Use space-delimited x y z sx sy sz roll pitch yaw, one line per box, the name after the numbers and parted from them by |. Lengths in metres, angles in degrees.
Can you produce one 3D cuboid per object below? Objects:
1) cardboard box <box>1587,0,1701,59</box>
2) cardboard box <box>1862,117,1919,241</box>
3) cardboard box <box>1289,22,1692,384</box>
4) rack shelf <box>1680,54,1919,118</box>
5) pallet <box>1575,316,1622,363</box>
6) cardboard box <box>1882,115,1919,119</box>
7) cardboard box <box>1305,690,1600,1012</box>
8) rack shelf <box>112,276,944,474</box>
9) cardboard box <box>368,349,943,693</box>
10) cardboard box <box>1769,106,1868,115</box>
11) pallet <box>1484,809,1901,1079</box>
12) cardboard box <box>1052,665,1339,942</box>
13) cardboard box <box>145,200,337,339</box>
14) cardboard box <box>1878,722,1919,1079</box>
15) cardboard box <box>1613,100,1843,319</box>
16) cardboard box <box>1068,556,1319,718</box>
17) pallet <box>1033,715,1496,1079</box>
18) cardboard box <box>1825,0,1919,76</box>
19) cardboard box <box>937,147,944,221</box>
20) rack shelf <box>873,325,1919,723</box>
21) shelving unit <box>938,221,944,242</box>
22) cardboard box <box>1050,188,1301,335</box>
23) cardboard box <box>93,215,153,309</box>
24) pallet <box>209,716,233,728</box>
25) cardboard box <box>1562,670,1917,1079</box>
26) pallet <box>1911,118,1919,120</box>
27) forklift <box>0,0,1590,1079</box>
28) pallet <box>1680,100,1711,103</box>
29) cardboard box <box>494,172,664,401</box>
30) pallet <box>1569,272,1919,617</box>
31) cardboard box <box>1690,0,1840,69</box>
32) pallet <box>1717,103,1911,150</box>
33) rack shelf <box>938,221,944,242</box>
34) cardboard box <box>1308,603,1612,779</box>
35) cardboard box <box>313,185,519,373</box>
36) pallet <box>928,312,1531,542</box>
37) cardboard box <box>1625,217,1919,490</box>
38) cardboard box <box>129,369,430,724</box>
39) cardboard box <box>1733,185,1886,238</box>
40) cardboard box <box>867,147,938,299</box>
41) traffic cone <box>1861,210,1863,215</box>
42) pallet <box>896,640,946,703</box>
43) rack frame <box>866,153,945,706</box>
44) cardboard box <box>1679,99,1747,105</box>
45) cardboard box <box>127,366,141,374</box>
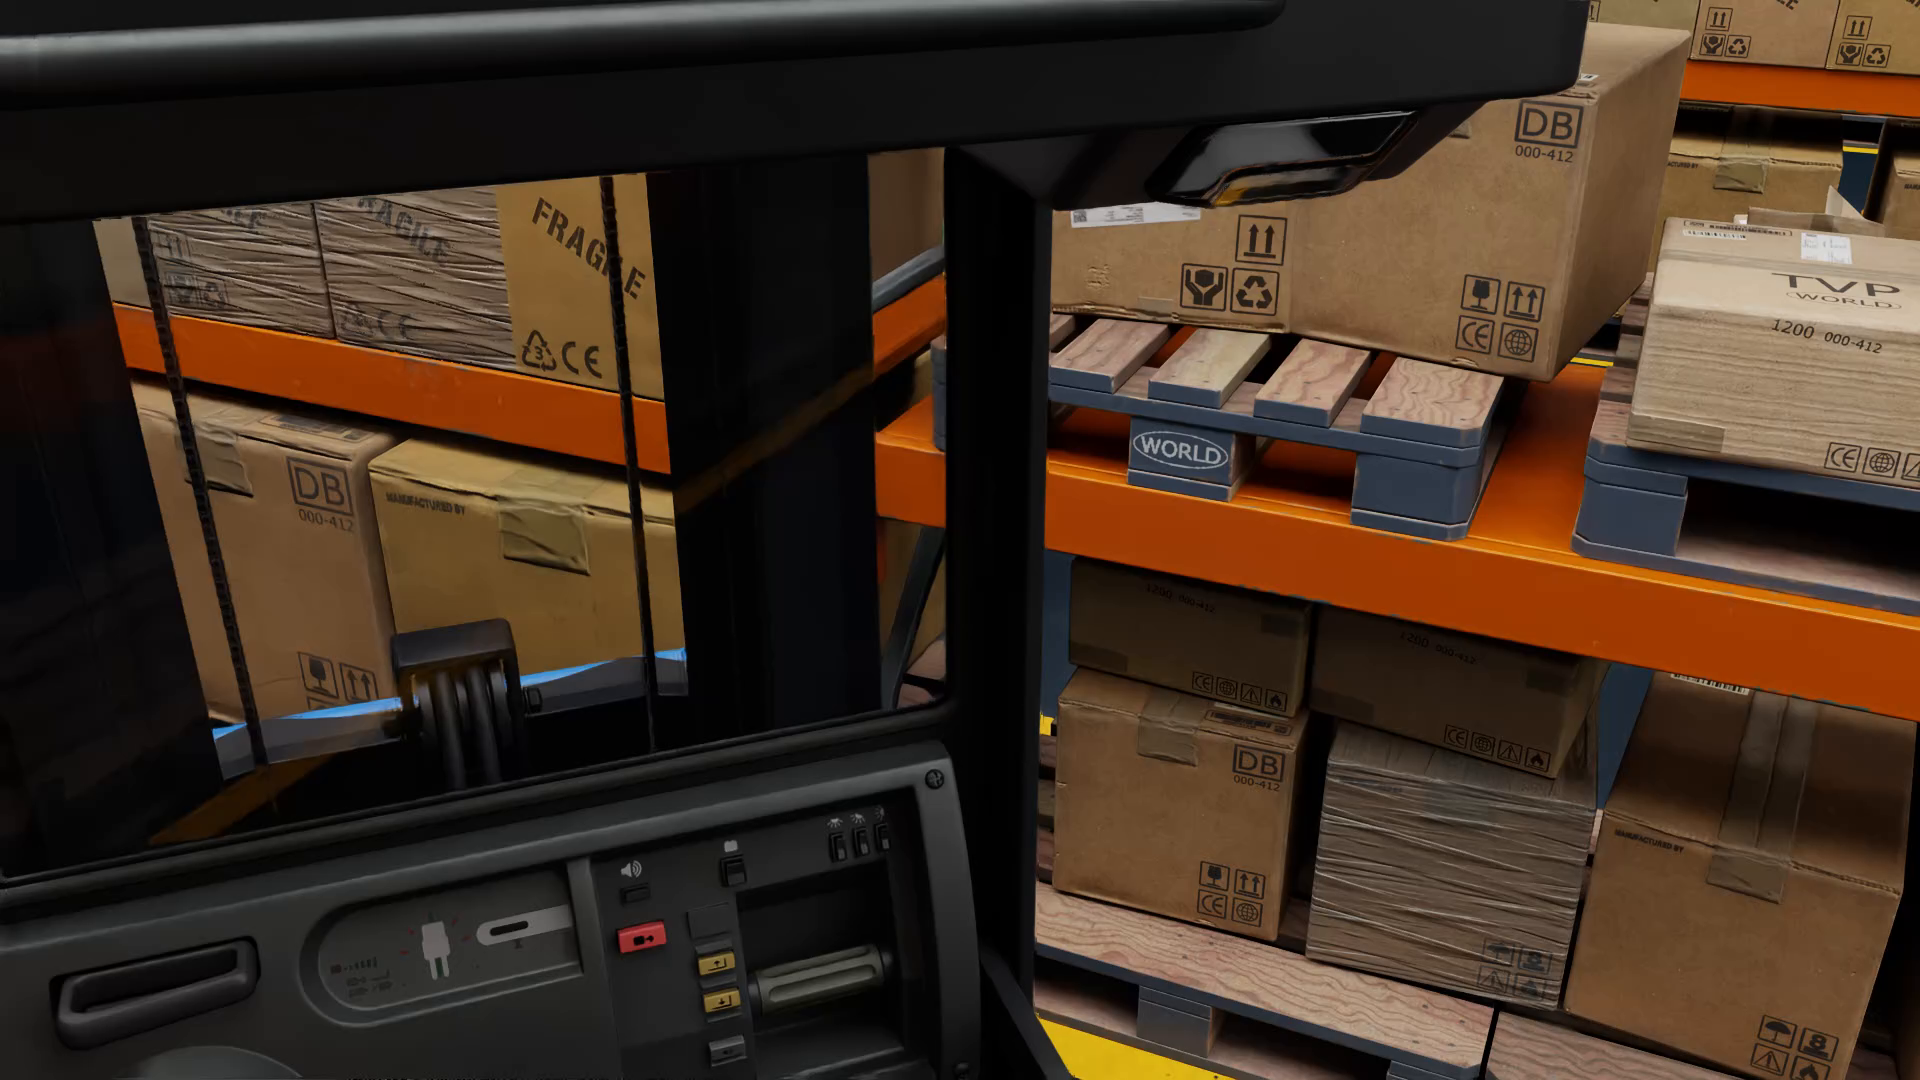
2.850 -2.330 6.974 0.500 0.500 0.500 11 28 21 | cardboard box
4.251 -1.271 7.007 0.750 0.750 1.050 11 28 22 | cardboard box
1.001 -0.681 3.148 0.500 0.500 0.700 16 30 29 | cardboard box
3.909 -1.879 6.986 4.000 0.370 1.077 11 28 22 | rack shelf
2.775 -1.142 7.831 1.213 0.211 1.003 11 28 22 | pallet
6.553 -3.080 11.109 0.625 0.372 0.950 13 29 25 | cardboard box
1.072 0.543 3.583 0.500 0.500 0.700 9 28 18 | cardboard box
-1.877 -0.635 4.458 4.000 0.370 1.077 11 28 22 | rack shelf
-0.676 0.038 4.206 0.875 0.875 1.225 10 28 19 | cardboard box
5.919 -3.206 11.366 0.625 0.372 0.950 12 29 23 | cardboard box
1.761 1.026 3.427 1.213 0.211 1.003 11 28 22 | pallet
0.562 0.447 3.779 0.500 0.500 0.700 10 28 19 | cardboard box
-1.534 -0.815 3.895 0.500 0.500 0.500 10 28 20 | cardboard box
2.099 0.746 3.171 0.500 0.500 0.700 9 28 17 | cardboard box
3.403 -1.441 7.352 0.750 0.750 1.050 12 29 23 | cardboard box
0.566 0.106 3.621 0.500 0.250 0.500 13 29 24 | cardboard box
0.654 0.803 3.881 1.213 0.211 1.003 11 28 22 | pallet
3.761 -2.146 6.599 0.500 0.500 0.500 11 28 21 | cardboard box
-0.025 -1.938 8.645 0.500 0.500 0.500 12 29 23 | cardboard box
1.764 0.096 2.973 4.000 0.370 1.077 11 28 22 | rack shelf
-0.151 -0.569 5.546 0.503 1.200 0.258 11 28 22 | shelving unit
0.452 -0.743 3.274 0.500 0.500 0.500 8 27 15 | cardboard box
-1.997 -0.908 4.085 0.500 0.500 0.500 12 29 23 | cardboard box
-1.850 0.261 4.981 1.213 0.211 1.003 11 28 22 | pallet
1.591 0.644 3.378 0.500 0.500 0.700 14 29 26 | cardboard box
6.978 -2.736 11.068 1.213 0.211 1.003 11 28 22 | pallet
-0.356 0.504 1.408 1.130 2.935 3.031 -9 28 -18 | forklift
4.756 -3.182 11.974 1.213 0.211 1.003 11 28 22 | pallet
-0.608 -0.627 3.515 0.500 0.500 0.500 12 29 23 | cardboard box
1.762 -0.160 2.897 1.213 0.211 1.003 11 28 22 | pallet
3.308 -2.238 6.786 0.500 0.500 0.500 11 28 22 | cardboard box
5.863 -2.959 11.520 1.213 0.211 1.003 11 28 22 | pallet
-0.151 -0.942 5.363 0.480 0.148 0.258 11 28 22 | rack shelf
1.053 0.199 3.433 0.500 0.250 0.500 15 30 28 | cardboard box
-1.060 -0.721 3.705 0.500 0.500 0.500 11 28 21 | cardboard box
0.636 -0.418 3.421 1.003 0.211 1.213 11 28 22 | pallet
1.374 -0.314 2.687 0.500 0.250 0.500 11 28 20 | cardboard box
-1.484 -0.128 4.544 0.875 0.875 1.225 11 28 22 | cardboard box
1.573 -0.524 3.095 0.258 0.266 0.396 11 28 20 | cardboard box
-0.386 -0.835 3.937 0.500 0.500 0.500 12 29 23 | cardboard box
5.301 -2.022 9.333 0.334 0.463 0.336 11 28 22 | traffic cone
-0.743 0.485 4.527 1.213 0.211 1.003 11 28 22 | pallet
-0.057 -0.592 3.556 0.127 3.000 1.000 11 28 22 | rack frame
5.231 -3.347 11.652 0.625 0.372 0.950 11 28 21 | cardboard box
-2.293 -0.287 4.866 0.875 0.875 1.225 10 28 20 | cardboard box
